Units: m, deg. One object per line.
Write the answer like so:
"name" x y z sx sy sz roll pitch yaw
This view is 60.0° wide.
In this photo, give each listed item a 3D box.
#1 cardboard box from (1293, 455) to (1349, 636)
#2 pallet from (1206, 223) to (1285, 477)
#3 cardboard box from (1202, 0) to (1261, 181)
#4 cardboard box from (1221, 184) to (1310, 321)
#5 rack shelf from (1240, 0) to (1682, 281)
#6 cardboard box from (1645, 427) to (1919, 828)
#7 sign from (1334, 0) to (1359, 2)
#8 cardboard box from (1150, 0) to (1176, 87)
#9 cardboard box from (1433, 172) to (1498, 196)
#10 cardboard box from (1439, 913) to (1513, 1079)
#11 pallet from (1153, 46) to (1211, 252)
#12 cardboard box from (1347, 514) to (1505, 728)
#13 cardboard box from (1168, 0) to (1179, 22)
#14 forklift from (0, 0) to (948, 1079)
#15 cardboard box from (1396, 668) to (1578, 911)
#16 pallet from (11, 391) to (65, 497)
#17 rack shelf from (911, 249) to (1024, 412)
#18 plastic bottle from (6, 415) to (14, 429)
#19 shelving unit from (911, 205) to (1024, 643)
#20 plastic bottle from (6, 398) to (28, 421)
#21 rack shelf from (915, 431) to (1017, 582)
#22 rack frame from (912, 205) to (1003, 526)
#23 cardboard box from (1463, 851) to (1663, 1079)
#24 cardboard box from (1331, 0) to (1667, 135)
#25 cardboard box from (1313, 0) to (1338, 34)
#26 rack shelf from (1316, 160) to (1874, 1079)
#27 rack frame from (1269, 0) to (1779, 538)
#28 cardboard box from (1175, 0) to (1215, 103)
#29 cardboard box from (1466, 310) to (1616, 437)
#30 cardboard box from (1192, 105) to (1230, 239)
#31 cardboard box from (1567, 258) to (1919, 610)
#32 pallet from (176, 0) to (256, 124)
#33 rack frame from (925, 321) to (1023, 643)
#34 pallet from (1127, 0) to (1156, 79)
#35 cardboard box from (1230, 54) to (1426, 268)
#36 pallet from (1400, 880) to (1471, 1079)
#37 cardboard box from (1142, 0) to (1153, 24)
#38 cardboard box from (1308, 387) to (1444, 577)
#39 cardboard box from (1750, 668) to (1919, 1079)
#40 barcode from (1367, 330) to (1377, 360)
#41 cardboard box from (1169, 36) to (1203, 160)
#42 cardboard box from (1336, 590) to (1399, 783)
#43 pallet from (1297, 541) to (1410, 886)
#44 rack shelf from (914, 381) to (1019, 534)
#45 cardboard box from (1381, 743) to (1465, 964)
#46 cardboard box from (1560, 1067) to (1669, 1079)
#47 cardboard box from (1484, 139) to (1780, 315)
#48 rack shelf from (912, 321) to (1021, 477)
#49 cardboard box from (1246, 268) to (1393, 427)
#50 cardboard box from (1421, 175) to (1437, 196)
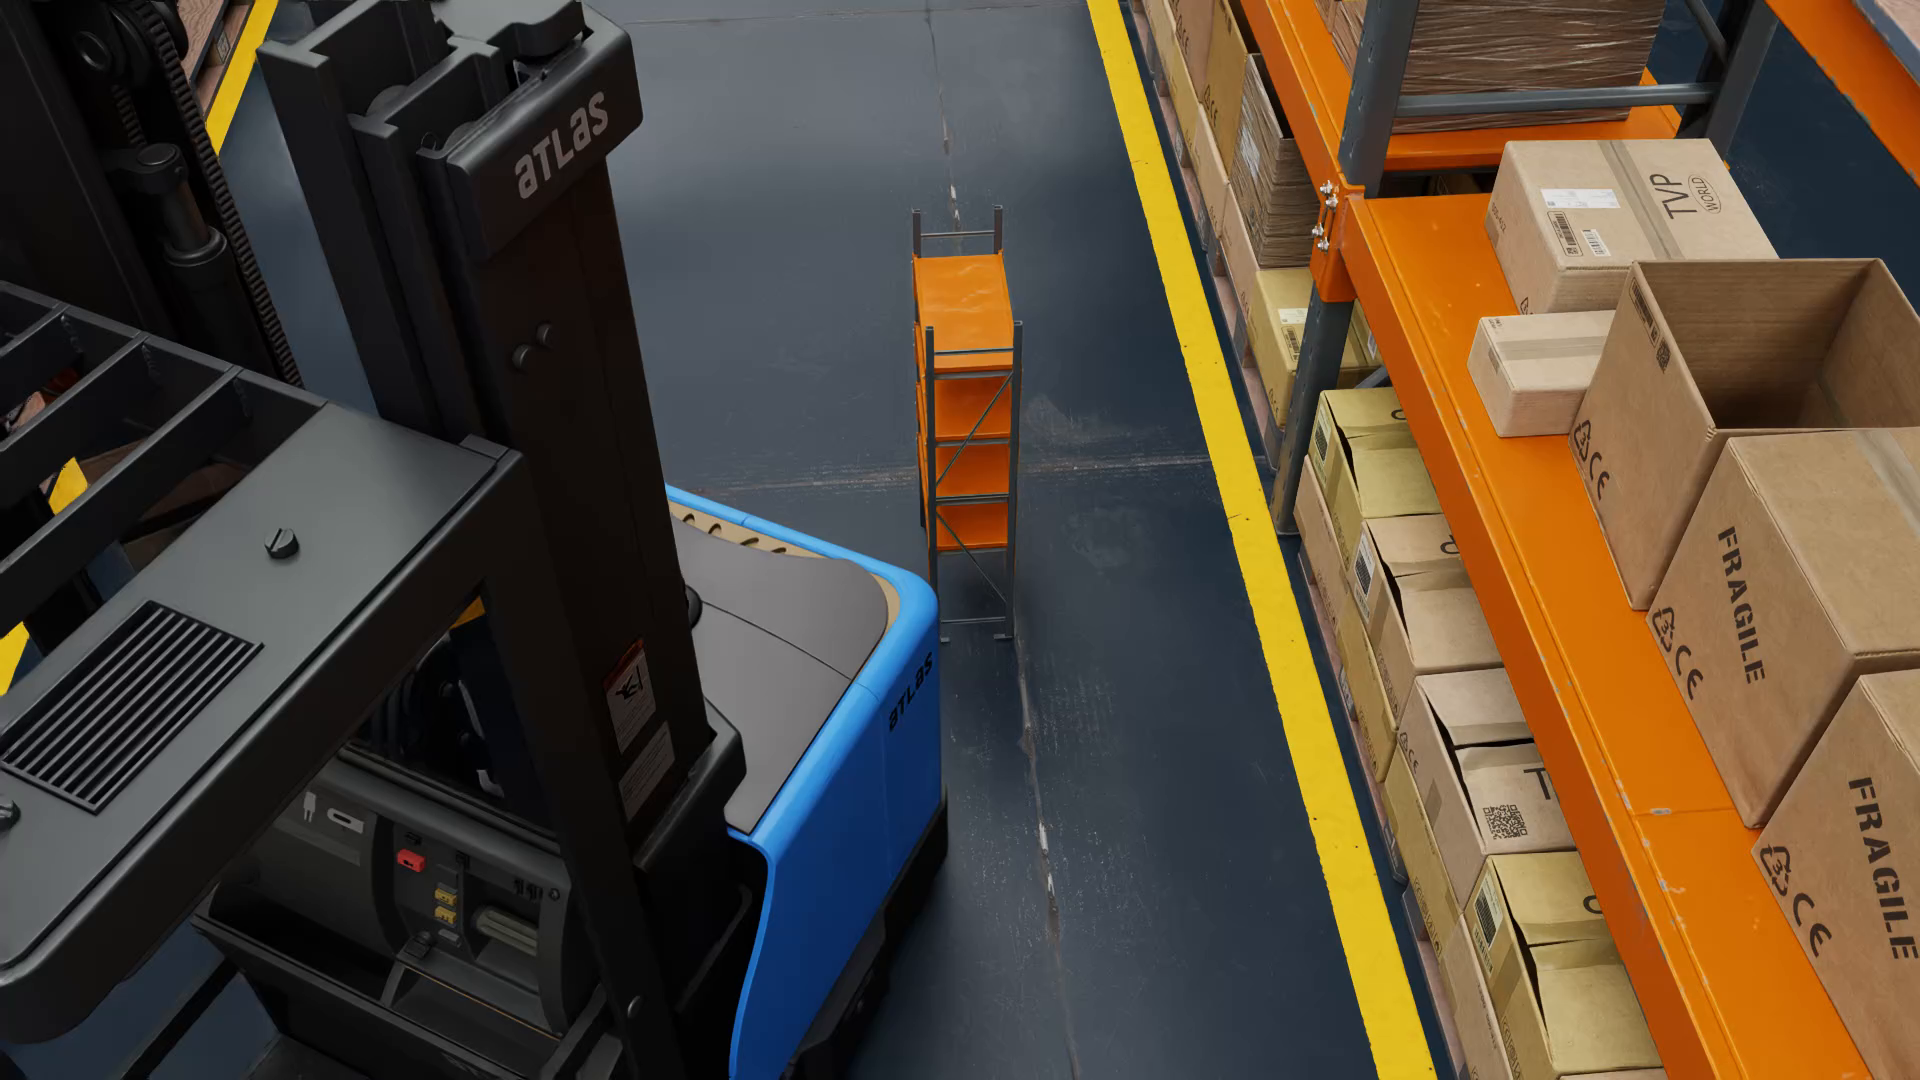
"cardboard box" 1.282 -0.006 4.795 0.500 0.250 0.500 -5 47 -4
"pallet" 1.470 -0.733 5.799 1.003 0.211 1.213 -3 47 -3
"cardboard box" 1.163 -1.617 5.804 0.500 0.500 0.500 -3 47 -3
"cardboard box" 1.206 -0.998 5.734 0.500 0.250 0.500 -3 47 -3
"rack shelf" 1.328 -2.314 5.871 1.077 0.370 4.000 -3 47 -3
"cardboard box" 1.629 0.152 2.972 0.500 0.500 0.500 -3 47 -3
"sign" 0.942 -1.404 3.863 0.100 0.325 0.005 -3 47 -3
"cardboard box" 1.070 -2.082 6.761 0.500 0.250 0.500 -3 47 -3
"cardboard box" 1.768 -0.926 5.149 0.500 0.500 0.500 -3 47 -3
"cardboard box" 1.411 1.106 3.741 0.500 0.250 0.500 -3 47 -3
"pallet" 1.365 -1.618 6.637 1.003 0.211 1.213 -3 47 -3
"cardboard box" 1.318 0.171 4.241 0.500 0.311 0.500 -4 47 -4
"cardboard box" 1.082 -2.341 6.489 0.500 0.500 0.500 -3 47 -3
"forklift" -1.124 0.637 2.628 1.130 2.935 3.031 19 49 17
"cardboard box" 1.363 0.545 3.886 0.500 0.311 0.500 -5 47 -5
"pallet" -3.456 -0.345 5.432 1.003 0.211 1.213 -3 47 -3
"rack shelf" 0.014 -0.563 4.416 0.258 0.148 0.480 -3 47 -3
"plastic bottle" -3.048 -0.409 5.196 0.097 0.201 0.097 0 47 0
"shelving unit" 0.014 -0.293 4.701 0.258 1.200 0.503 -3 47 -3
"plastic bottle" -3.085 -0.520 5.249 0.152 0.276 0.135 -2 47 -2
"rack shelf" 0.014 -0.110 4.894 0.258 0.148 0.480 -3 47 -3
"rack frame" -0.007 -0.469 4.868 0.240 1.200 0.015 -3 47 -3
"cardboard box" 1.411 0.920 3.531 0.500 0.311 0.500 -2 47 -2
"cardboard box" 1.452 -1.469 4.507 0.700 0.500 0.500 -5 47 -4
"cardboard box" 1.401 -1.850 4.868 0.700 0.500 0.500 -4 47 -4
"rack shelf" 1.663 0.580 3.130 1.077 0.370 4.000 -3 47 -3
"rack frame" 1.495 -1.114 4.239 1.000 3.000 0.127 -3 47 -3
"cardboard box" 1.106 -1.978 6.146 0.500 0.500 0.500 -3 47 -3
"cardboard box" 1.366 -0.374 3.712 0.380 0.149 0.250 -3 47 -3
"cardboard box" 1.150 -1.359 6.075 0.500 0.250 0.500 -3 47 -3
"cardboard box" 1.587 -0.211 3.315 0.500 0.500 0.500 0 47 0
"pallet" -3.660 -2.111 7.104 1.003 0.211 1.213 -3 47 -3
"rack frame" 0.034 -0.116 4.534 0.240 1.200 0.015 -3 47 -3
"pallet" 1.266 -2.499 7.471 1.003 0.211 1.213 -3 47 -3
"cardboard box" 1.208 -1.256 5.461 0.500 0.500 0.500 -3 47 -3
"pallet" 1.701 1.260 3.911 1.003 0.211 1.213 -3 47 -3
"cardboard box" 1.029 -2.444 7.103 0.500 0.250 0.500 -3 47 -3
"cardboard box" 1.281 -0.192 4.584 0.500 0.311 0.500 -3 47 -3
"cardboard box" 1.673 0.532 2.611 0.500 0.500 0.500 -6 47 -5
"barcode" 1.102 -0.526 4.440 0.001 0.075 0.075 -3 47 -3
"cardboard box" 1.107 -1.720 6.418 0.500 0.250 0.500 -3 47 -3
"cardboard box" 1.323 0.364 4.444 0.500 0.250 0.500 -2 47 -2
"pallet" 1.596 0.375 4.749 1.003 0.211 1.213 -3 47 -3
"rack shelf" 0.014 -0.247 4.750 0.258 0.148 0.480 -3 47 -3
"cardboard box" 1.370 0.738 4.089 0.500 0.250 0.500 -5 47 -5
"cardboard box" 1.451 1.283 3.187 0.500 0.311 0.500 -4 47 -4
"cardboard box" 1.580 -0.709 3.959 0.500 0.250 0.500 -1 47 -1
"rack shelf" 0.014 -0.400 4.587 0.258 0.148 0.480 -3 47 -3
"cardboard box" 1.239 -0.635 5.390 0.500 0.250 0.500 -3 47 -3
"cardboard box" 1.719 -1.287 5.491 0.500 0.500 0.500 -3 47 -3
